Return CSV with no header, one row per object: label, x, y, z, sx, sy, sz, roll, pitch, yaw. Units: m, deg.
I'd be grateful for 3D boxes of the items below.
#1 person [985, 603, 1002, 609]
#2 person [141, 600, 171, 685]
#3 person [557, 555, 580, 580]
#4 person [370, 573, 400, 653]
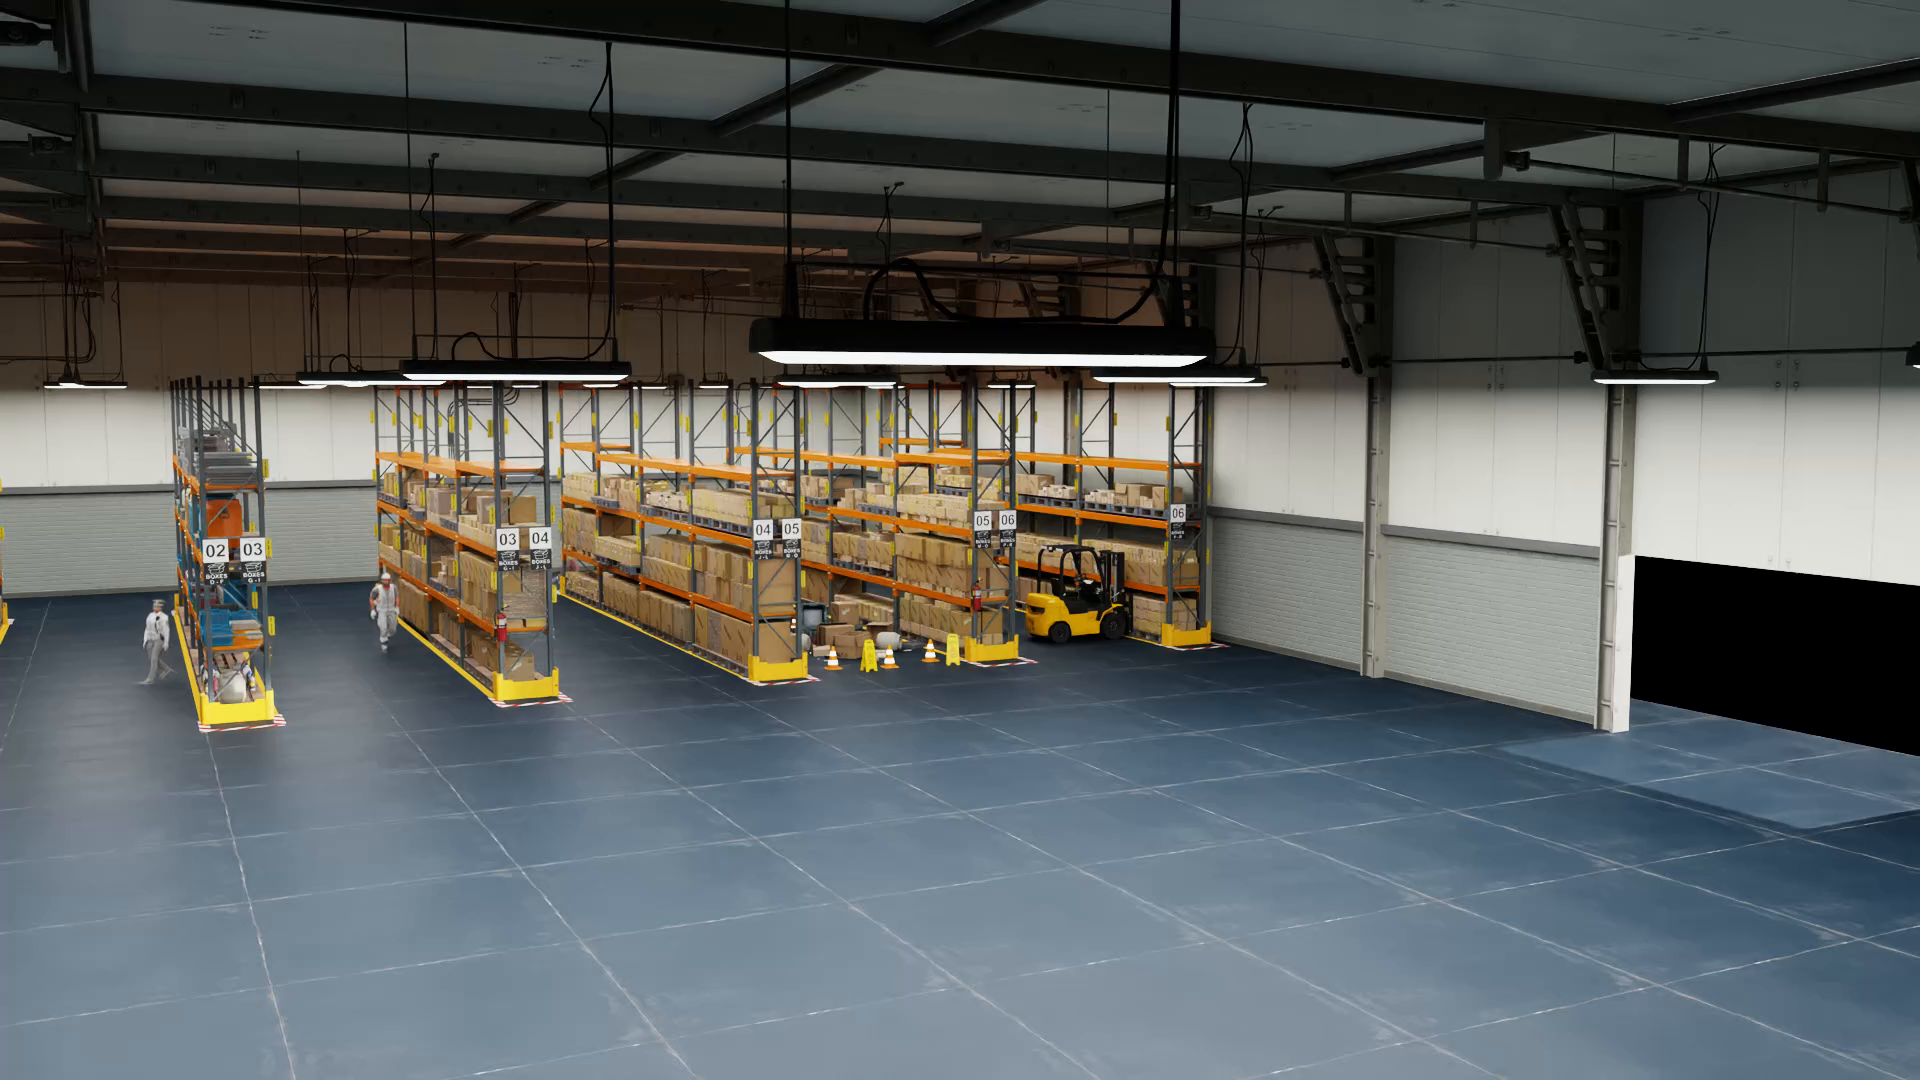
person,0.802,1.389,40.177,0.570,1.545,0.717,-2,6,-26
person,-15.785,1.984,32.661,0.510,1.643,0.802,2,5,22
person,-11.418,0.564,48.773,0.888,1.634,0.453,1,5,9
person,-12.715,1.588,36.700,0.628,1.767,0.689,-4,6,-38
